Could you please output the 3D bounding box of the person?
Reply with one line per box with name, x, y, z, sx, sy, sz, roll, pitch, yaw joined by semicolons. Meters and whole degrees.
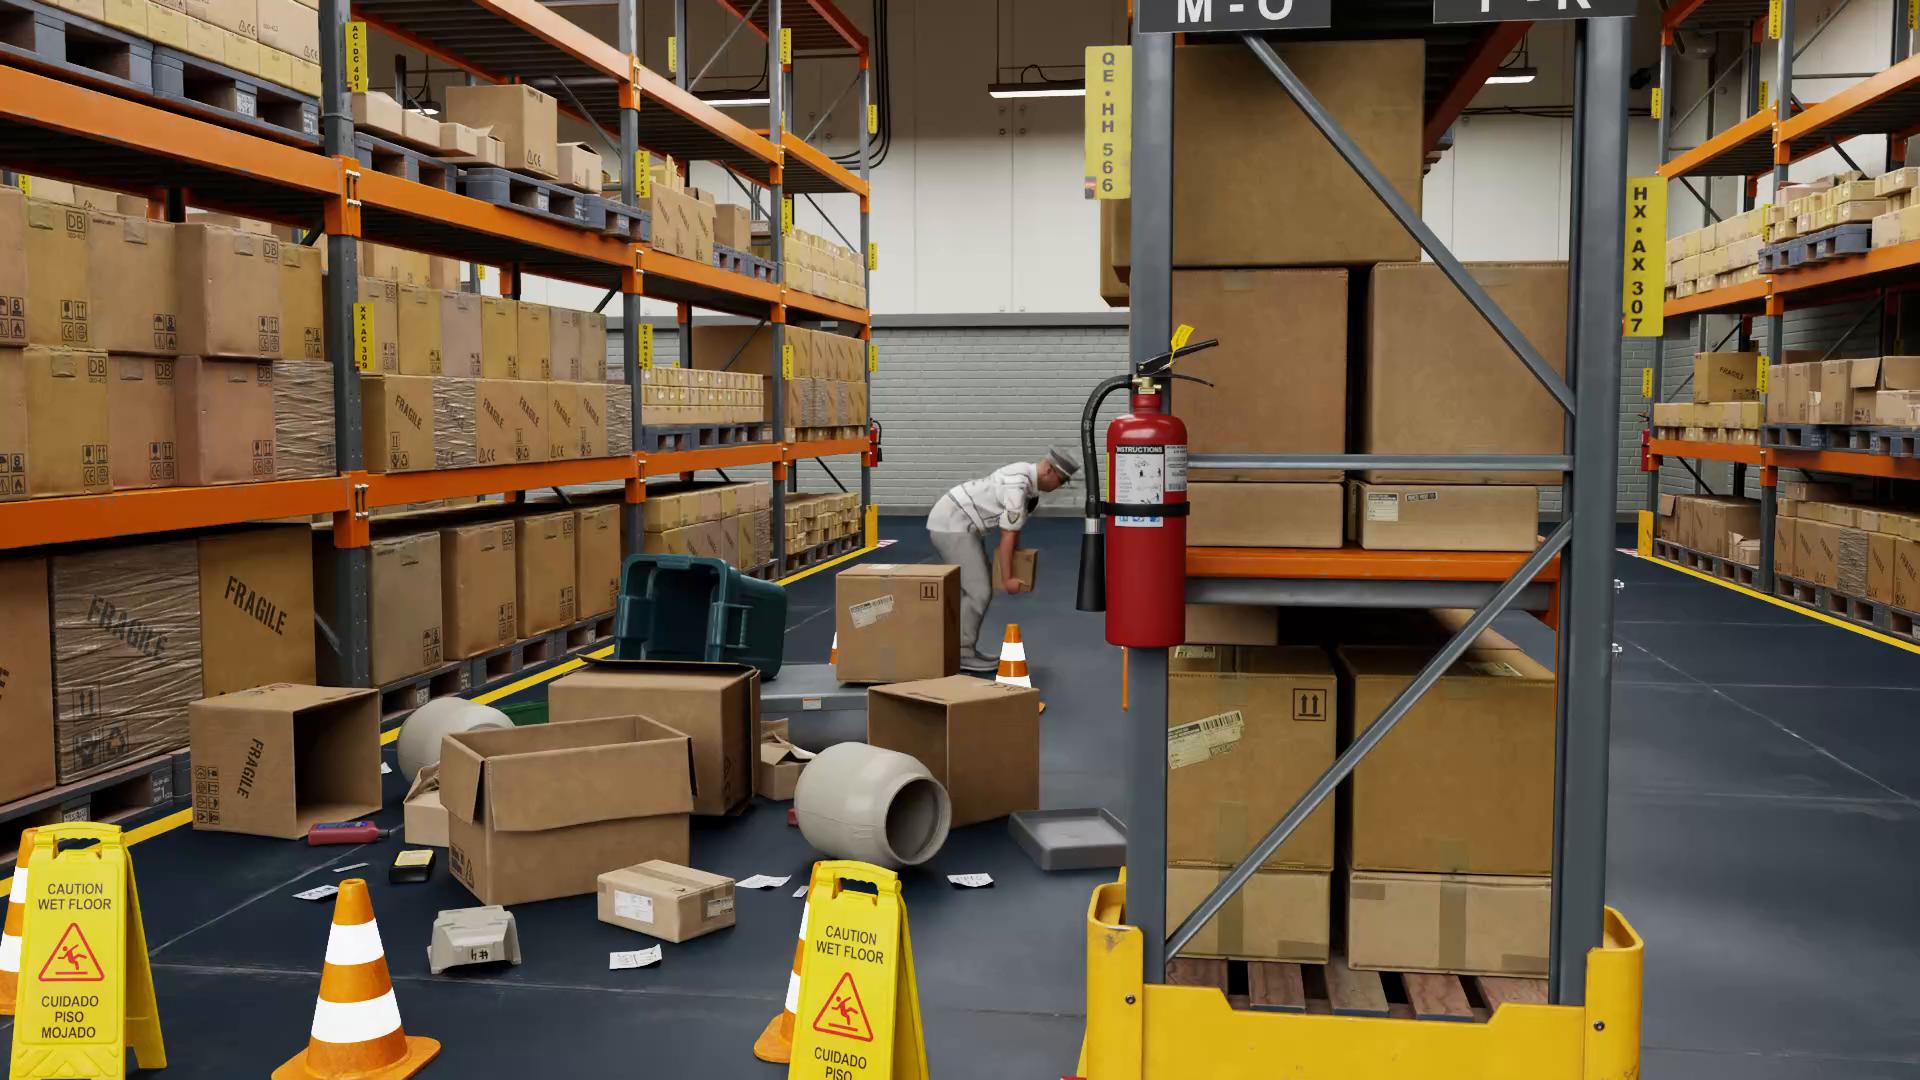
person;0.275;0.111;10.432;0.966;1.409;0.468;1;4;7
